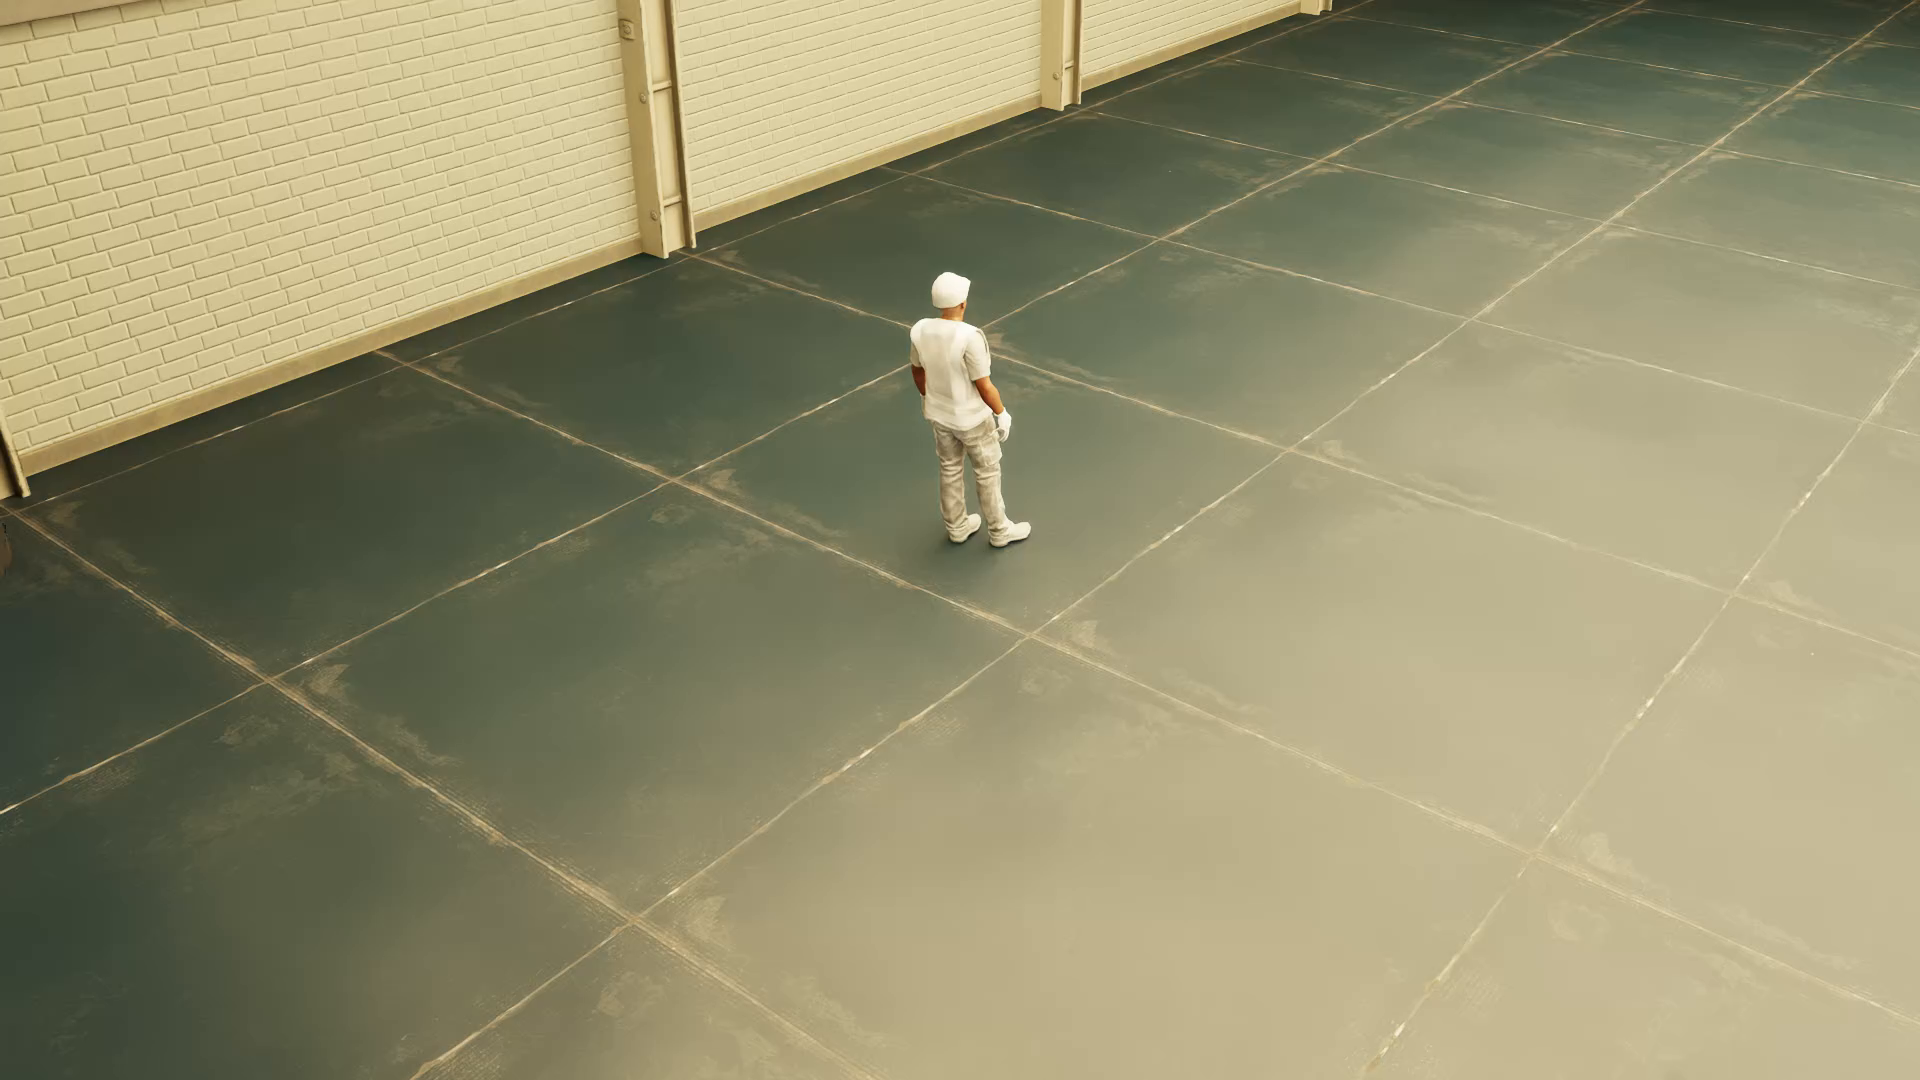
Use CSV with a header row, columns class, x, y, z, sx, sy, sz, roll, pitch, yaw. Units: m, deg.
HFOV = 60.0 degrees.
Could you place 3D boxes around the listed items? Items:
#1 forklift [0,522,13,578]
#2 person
class,x,y,z,sx,sy,sz,roll,pitch,yaw
forklift,-7.224,-0.765,8.905,3.031,2.935,1.130,-4,31,-6
person,0.052,-0.801,10.089,0.656,1.782,0.577,22,37,33
